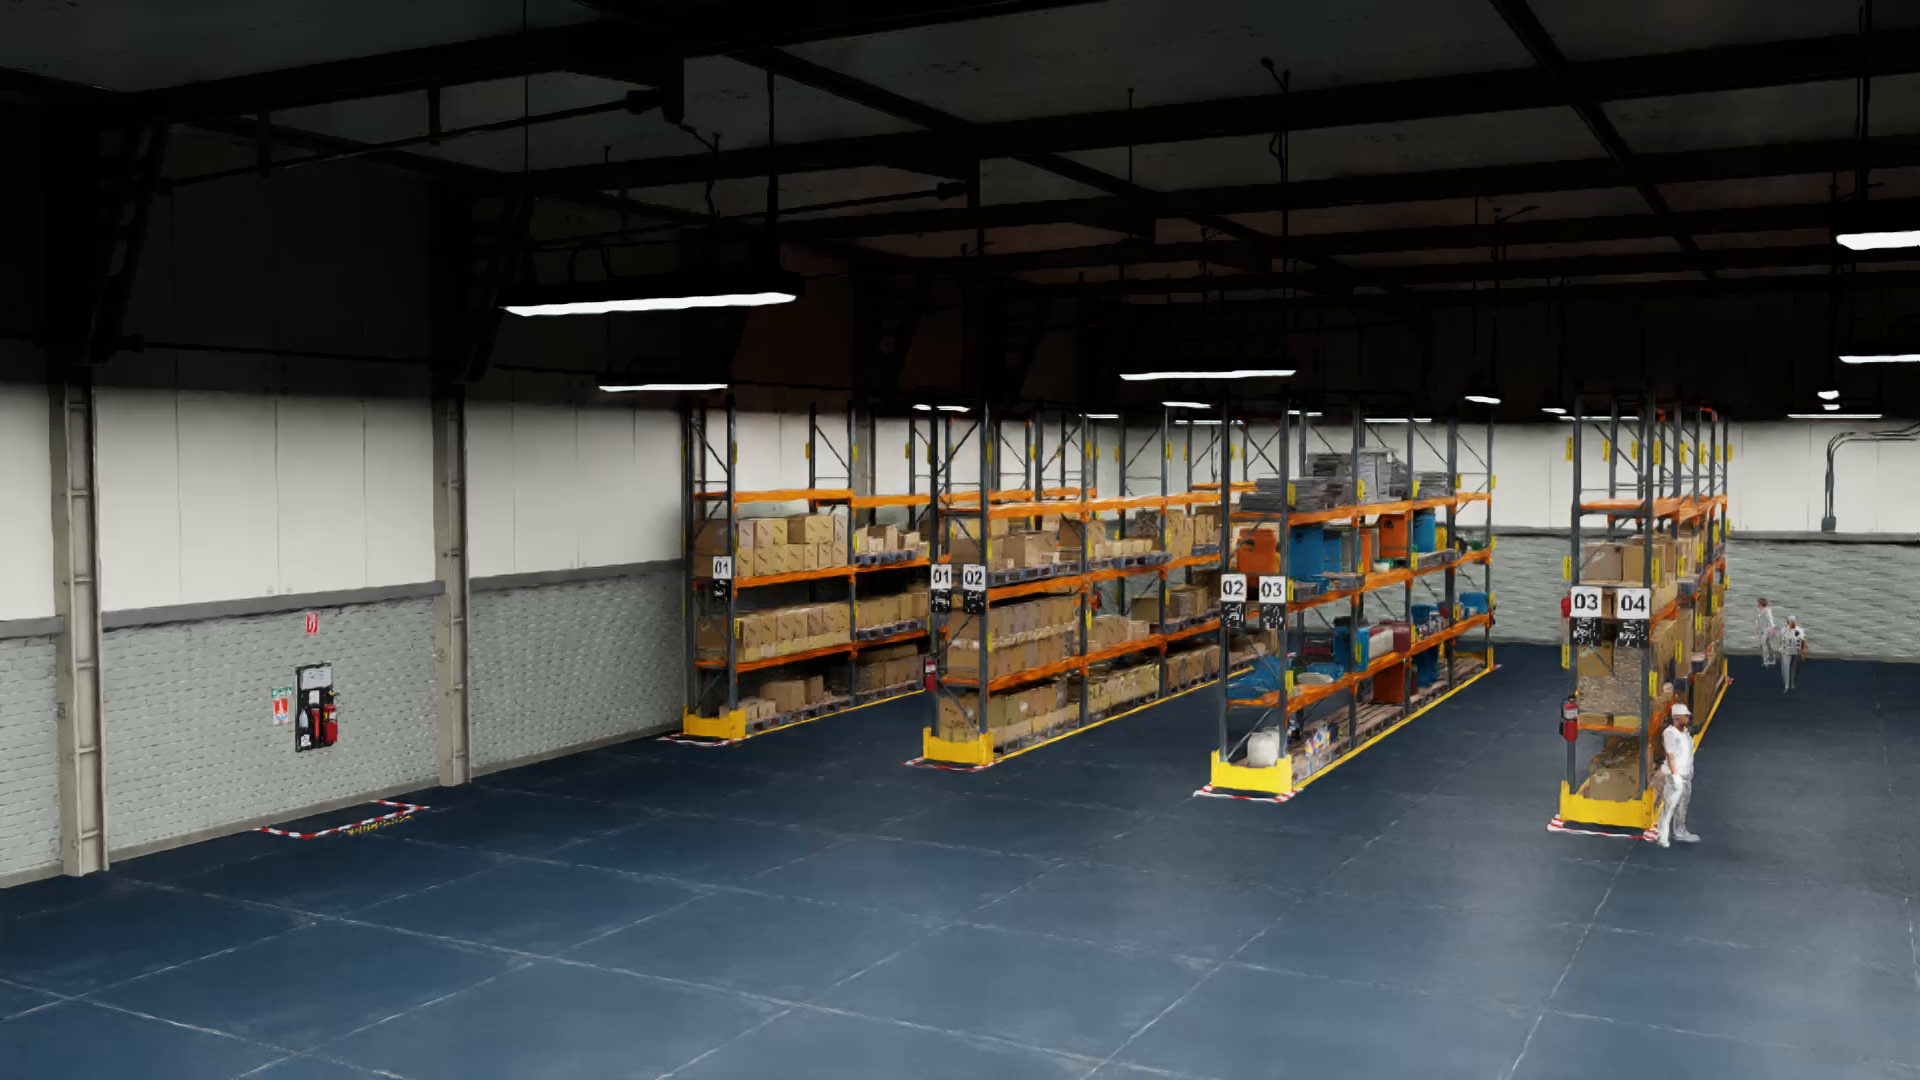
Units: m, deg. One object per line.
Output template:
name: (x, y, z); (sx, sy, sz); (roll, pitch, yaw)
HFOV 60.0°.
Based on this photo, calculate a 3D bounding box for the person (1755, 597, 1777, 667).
person: (18.997, 2.151, 39.131); (0.463, 1.606, 0.519); (0, 3, -6)

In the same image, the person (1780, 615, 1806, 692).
person: (17.426, 2.366, 34.791); (0.491, 1.600, 1.000); (2, 3, 27)

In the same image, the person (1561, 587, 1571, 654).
person: (15.153, 1.996, 41.179); (0.556, 1.669, 1.030); (2, 3, 27)

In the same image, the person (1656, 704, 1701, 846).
person: (9.152, 2.977, 21.192); (0.401, 1.777, 0.722); (3, 4, 44)
